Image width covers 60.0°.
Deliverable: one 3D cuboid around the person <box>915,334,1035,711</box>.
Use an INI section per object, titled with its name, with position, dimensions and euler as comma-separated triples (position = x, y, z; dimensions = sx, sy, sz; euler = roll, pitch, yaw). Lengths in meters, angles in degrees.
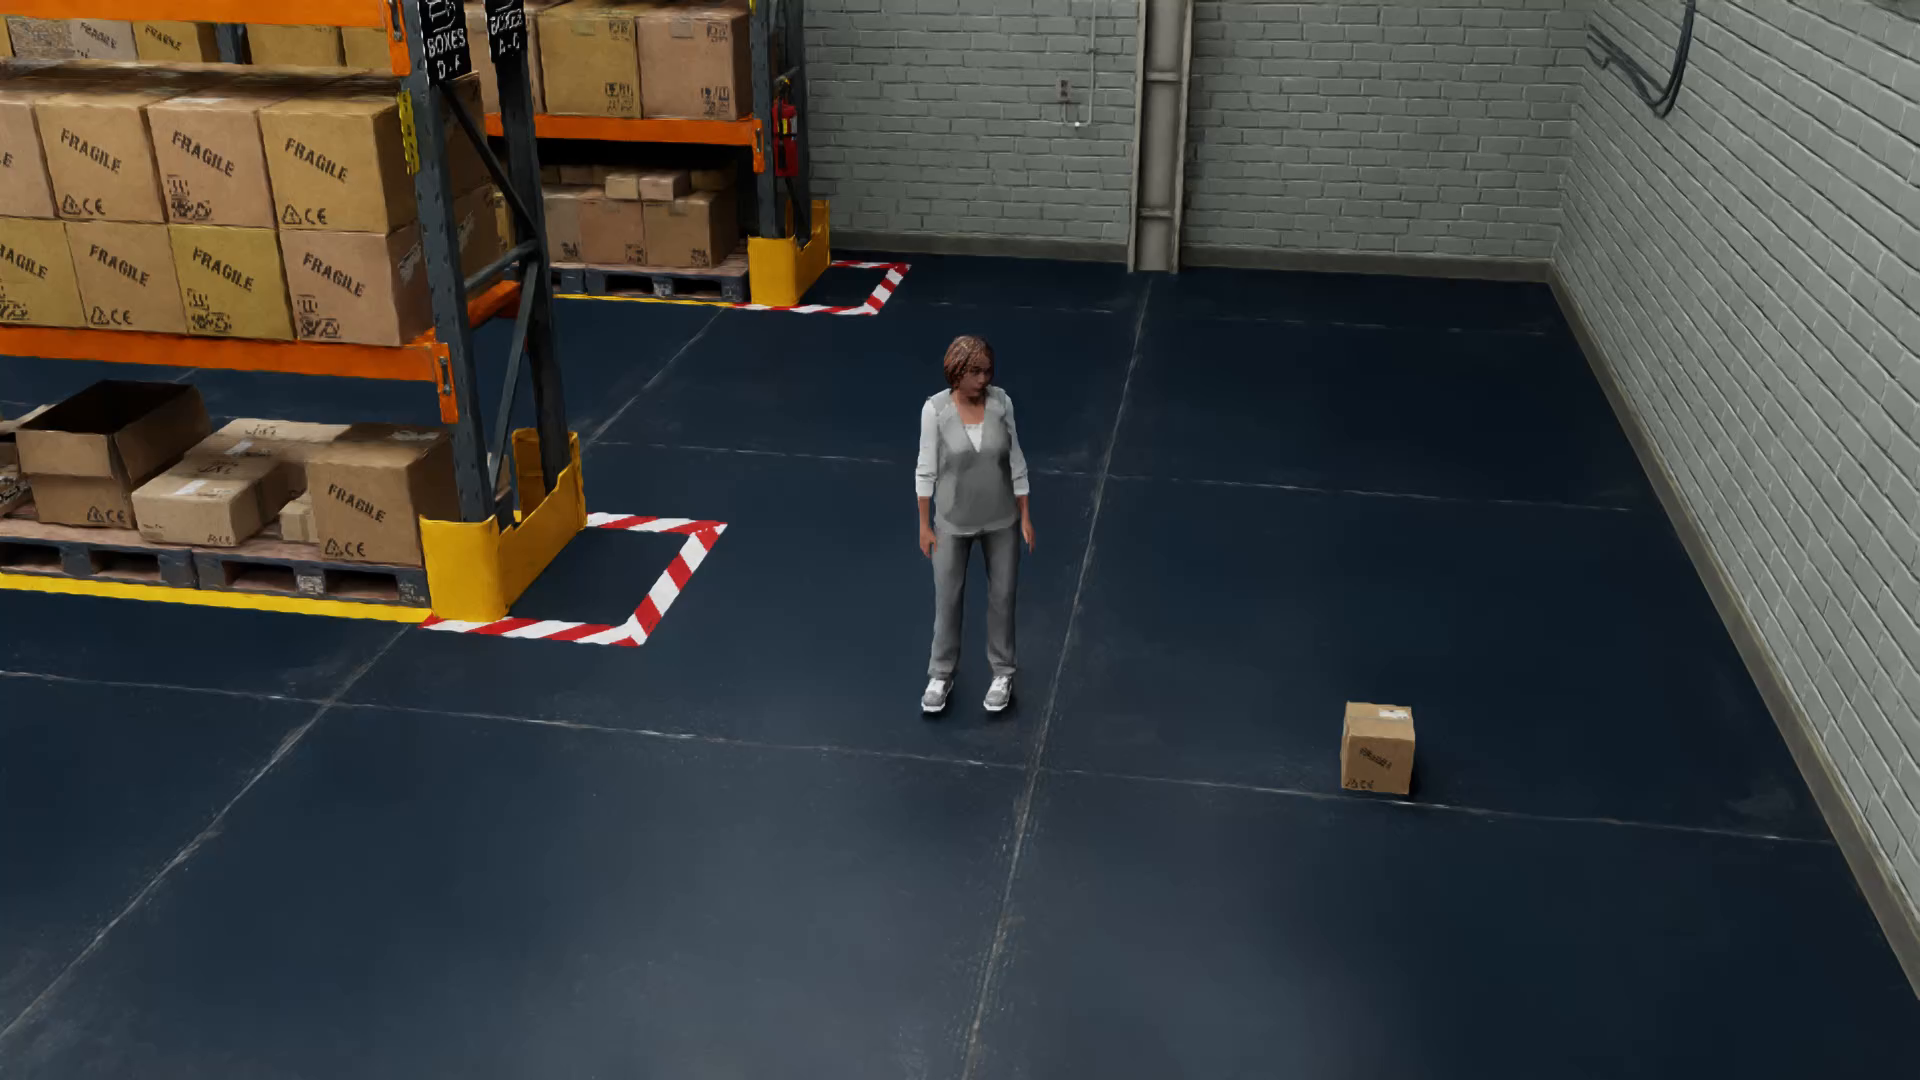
[person]
position = 0.059, -0.057, 6.682
dimensions = 0.471, 1.605, 0.341
euler = -4, 26, -8
